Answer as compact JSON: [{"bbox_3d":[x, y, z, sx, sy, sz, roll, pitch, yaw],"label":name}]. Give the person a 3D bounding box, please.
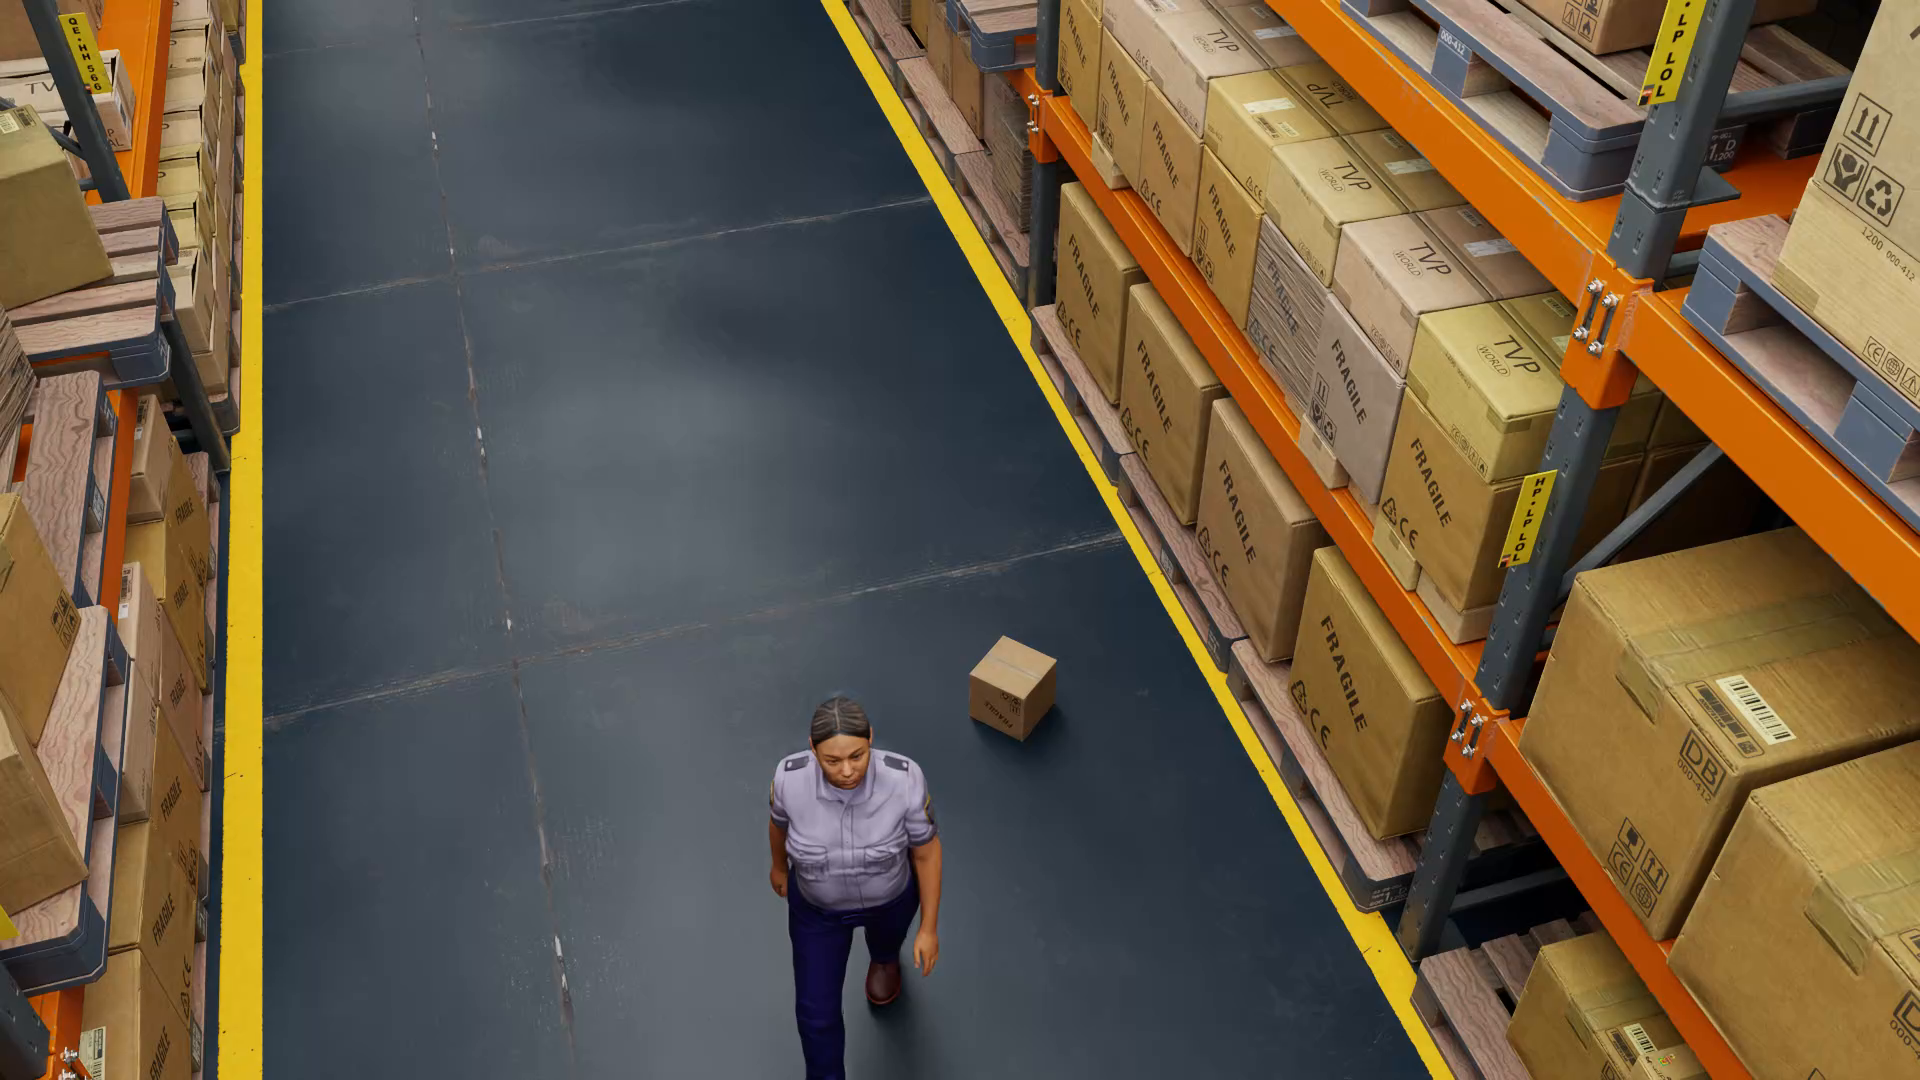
[{"bbox_3d":[-0.306,1.113,4.941,0.517,1.607,0.933,-4,43,-5],"label":"person"}]
